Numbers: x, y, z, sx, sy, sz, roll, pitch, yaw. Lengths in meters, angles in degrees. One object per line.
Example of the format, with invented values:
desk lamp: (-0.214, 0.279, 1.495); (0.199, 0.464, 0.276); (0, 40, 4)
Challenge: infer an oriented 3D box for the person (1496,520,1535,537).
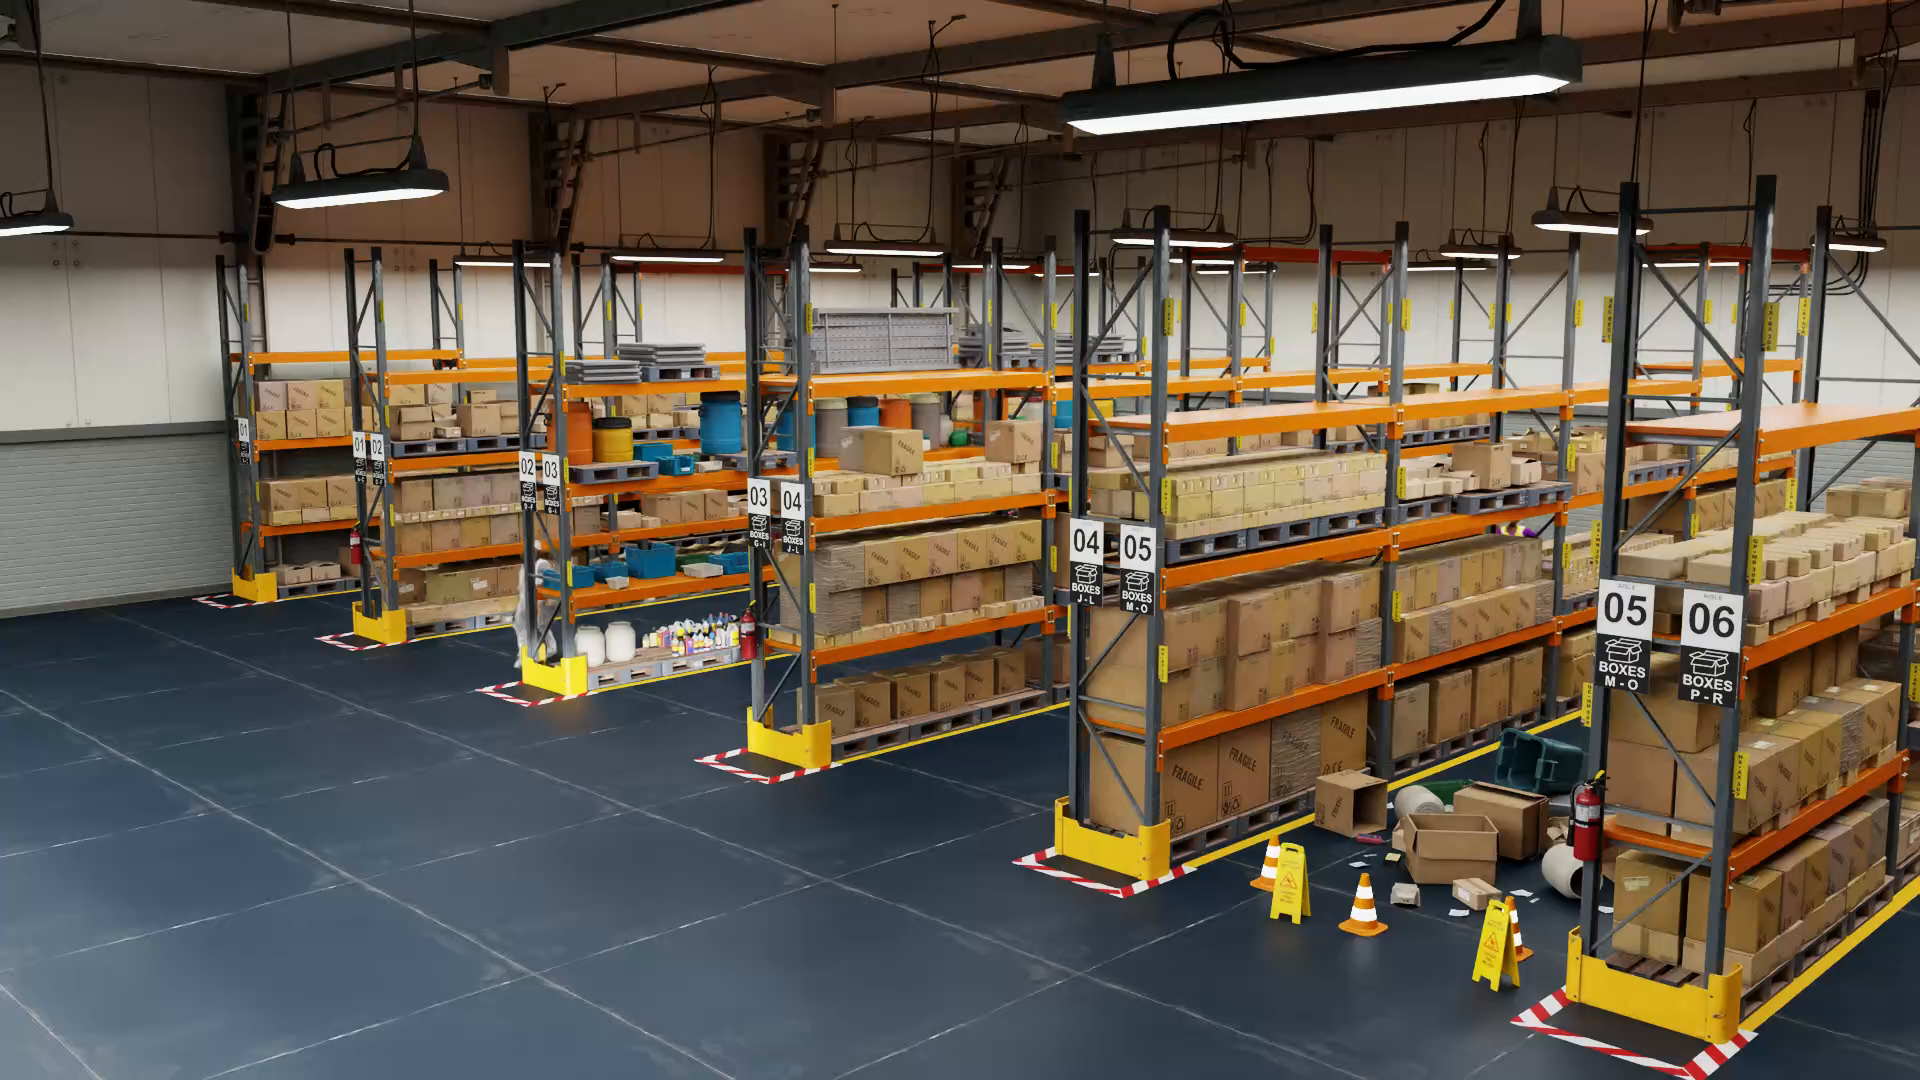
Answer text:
person: (9.120, 0.402, 27.535); (0.740, 1.814, 0.848); (5, 10, 34)

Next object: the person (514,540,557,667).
person: (-6.128, 0.905, 23.956); (0.658, 1.839, 0.719); (5, 10, 32)
